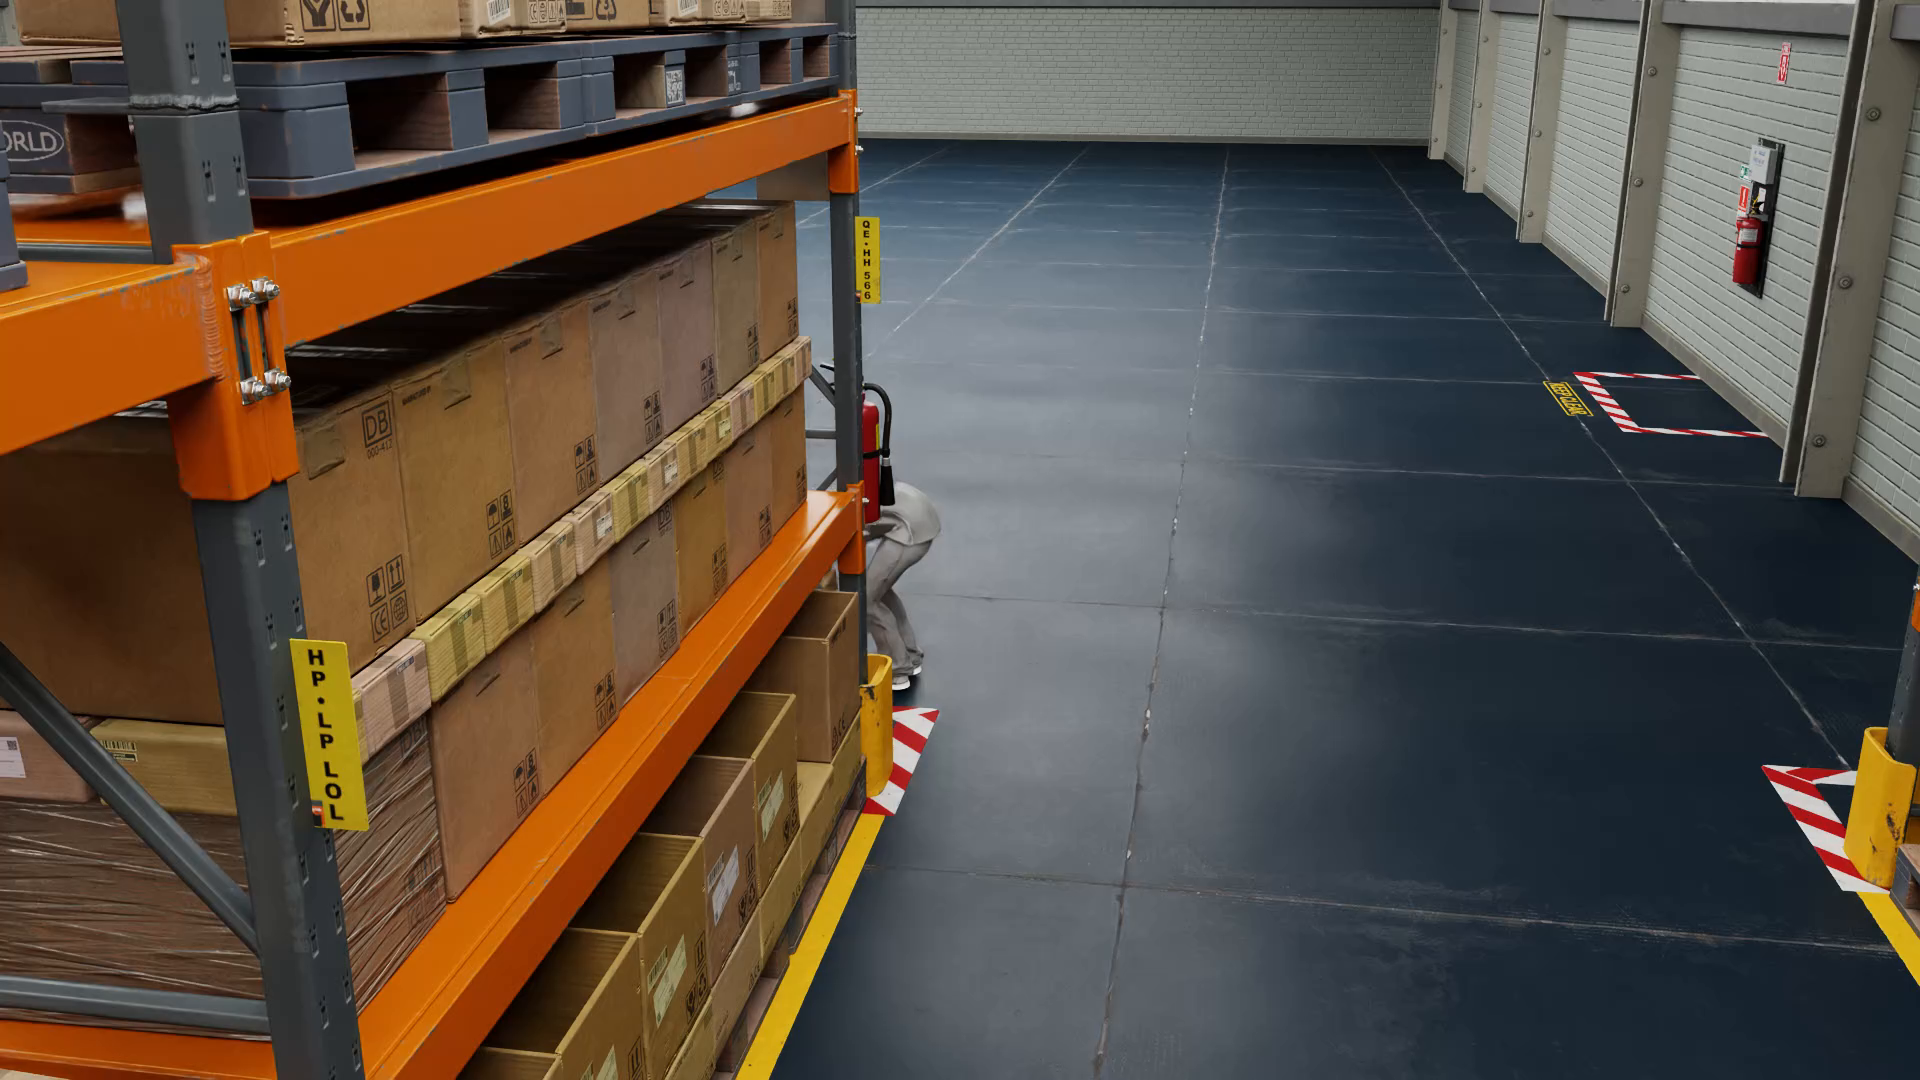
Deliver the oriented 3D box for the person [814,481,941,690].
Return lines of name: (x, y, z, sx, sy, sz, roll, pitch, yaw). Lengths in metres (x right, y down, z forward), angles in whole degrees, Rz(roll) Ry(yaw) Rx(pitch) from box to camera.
person: (-0.522, 0.220, 7.898, 0.871, 0.977, 0.391, 1, 18, 3)
